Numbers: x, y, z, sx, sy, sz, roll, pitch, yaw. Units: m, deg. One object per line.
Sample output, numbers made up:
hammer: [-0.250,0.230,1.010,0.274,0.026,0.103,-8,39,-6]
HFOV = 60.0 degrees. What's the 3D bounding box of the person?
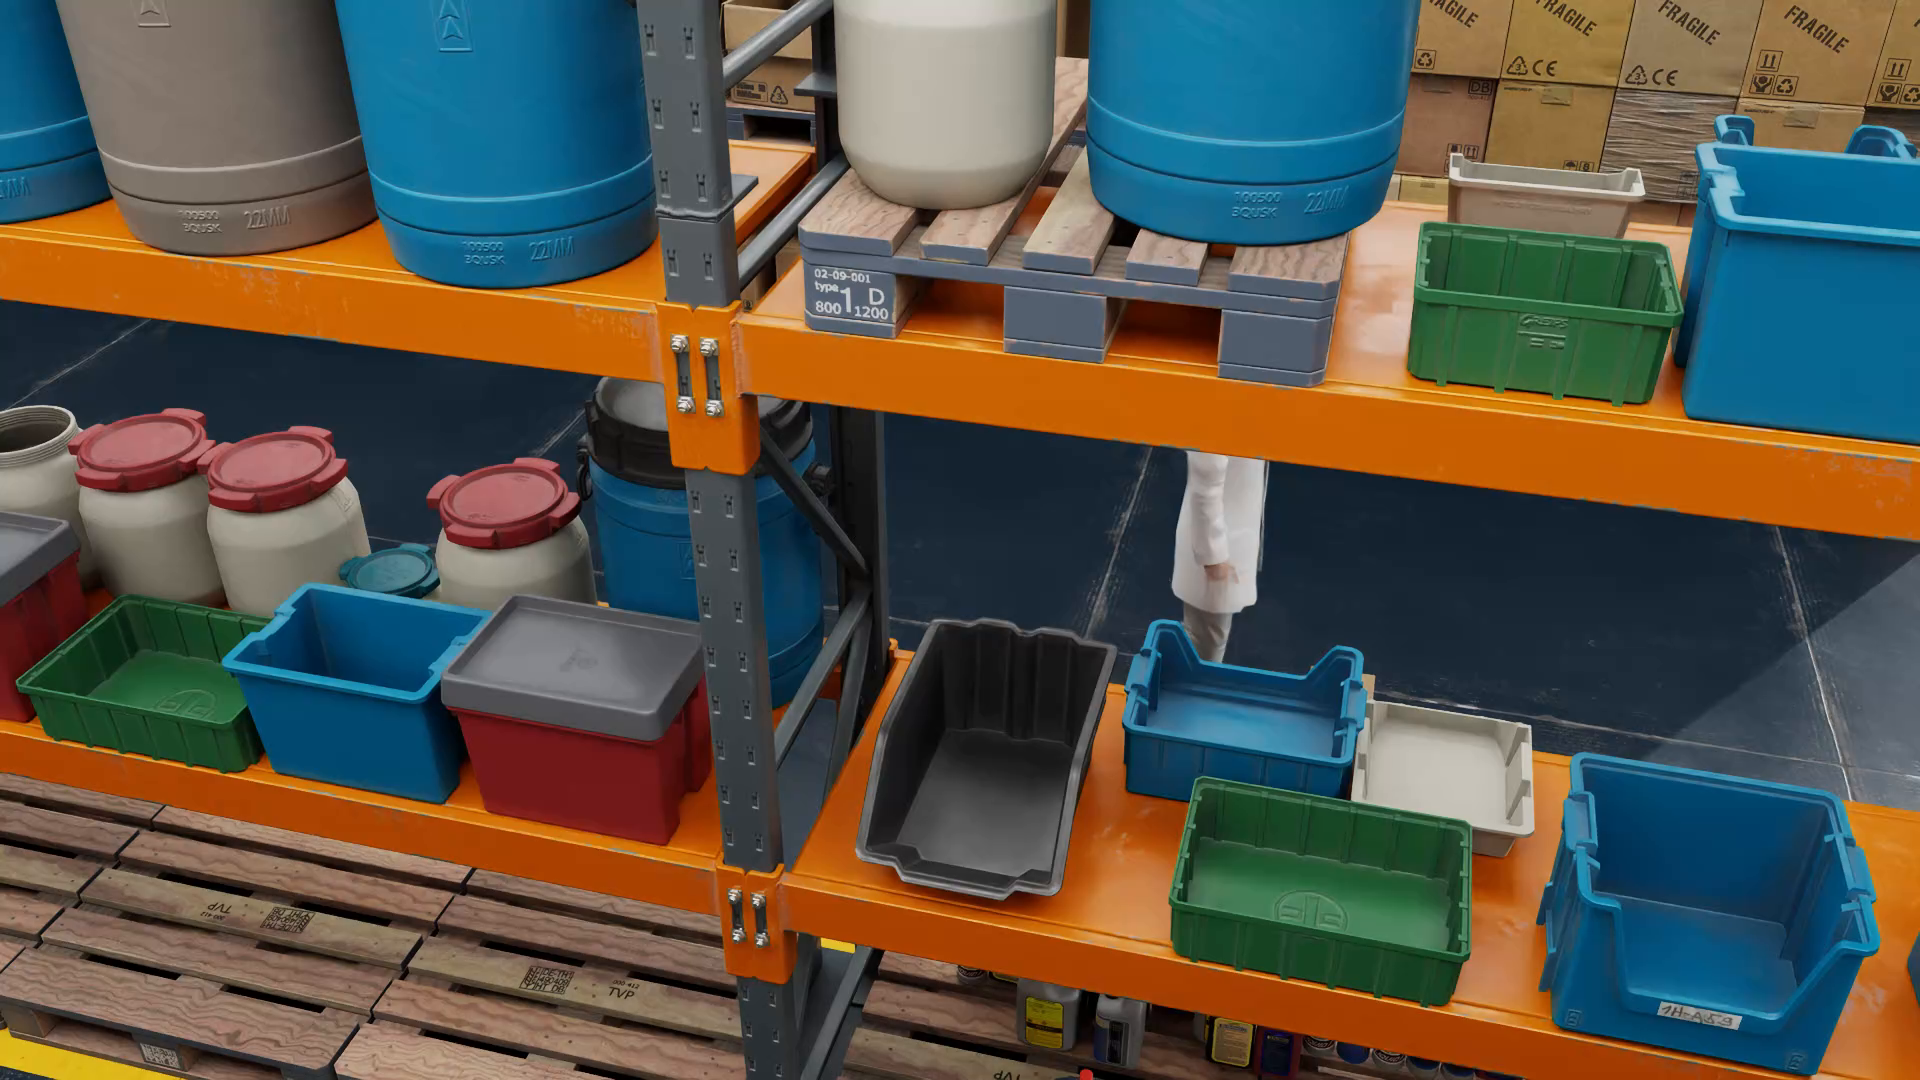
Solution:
person: [0.990,-0.041,6.216,0.377,1.780,0.564,9,33,14]
